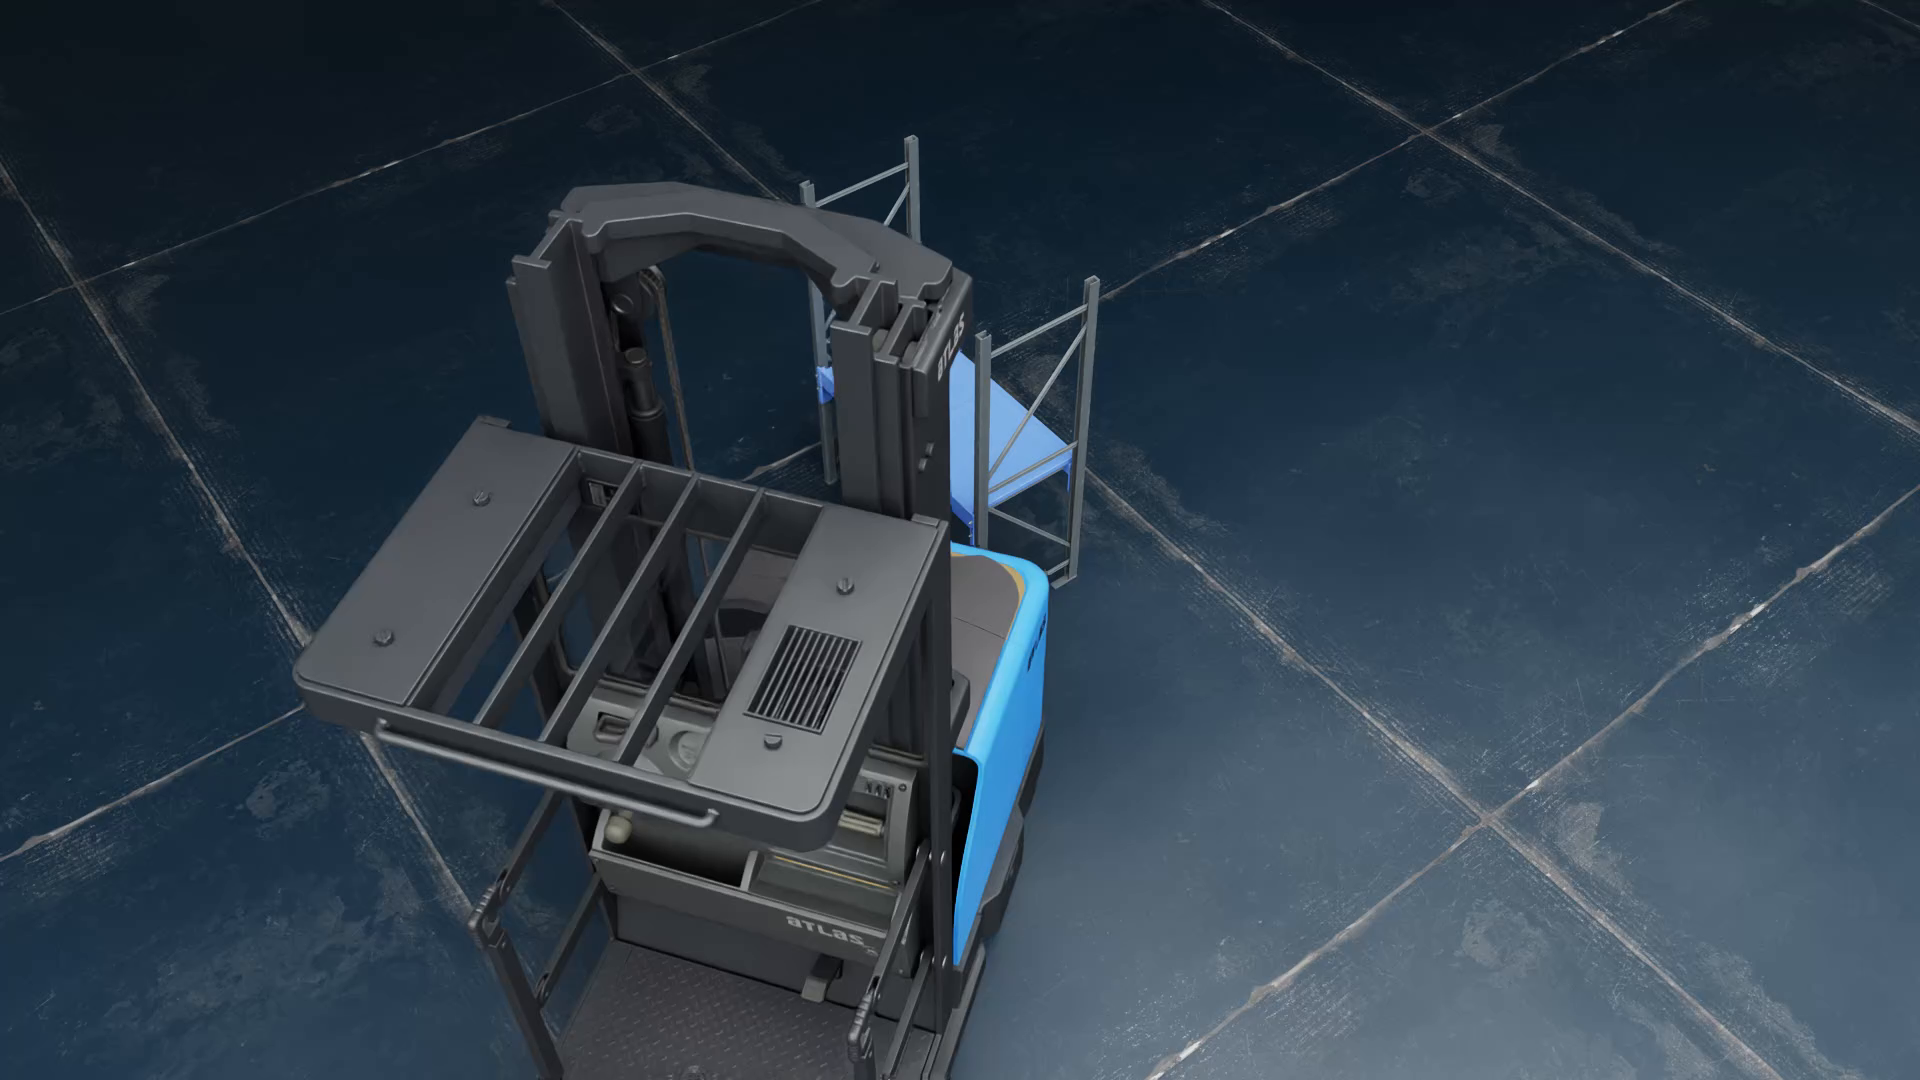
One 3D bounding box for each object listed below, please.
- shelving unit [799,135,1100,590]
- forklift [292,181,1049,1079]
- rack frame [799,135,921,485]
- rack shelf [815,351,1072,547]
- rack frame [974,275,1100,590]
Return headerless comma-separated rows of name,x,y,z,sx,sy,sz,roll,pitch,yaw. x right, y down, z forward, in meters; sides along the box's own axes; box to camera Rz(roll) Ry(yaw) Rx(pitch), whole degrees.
shelving unit,-0.052,-0.554,6.239,0.538,1.500,1.048,-29,54,-24
forklift,-0.630,0.749,4.092,1.130,2.935,3.031,13,49,12
rack frame,-0.359,-0.854,6.511,0.500,1.500,0.032,-29,54,-24
rack shelf,-0.052,-0.433,6.372,0.538,0.185,1.000,-29,54,-24
rack frame,0.256,-0.254,5.967,0.500,1.500,0.032,-29,54,-24
